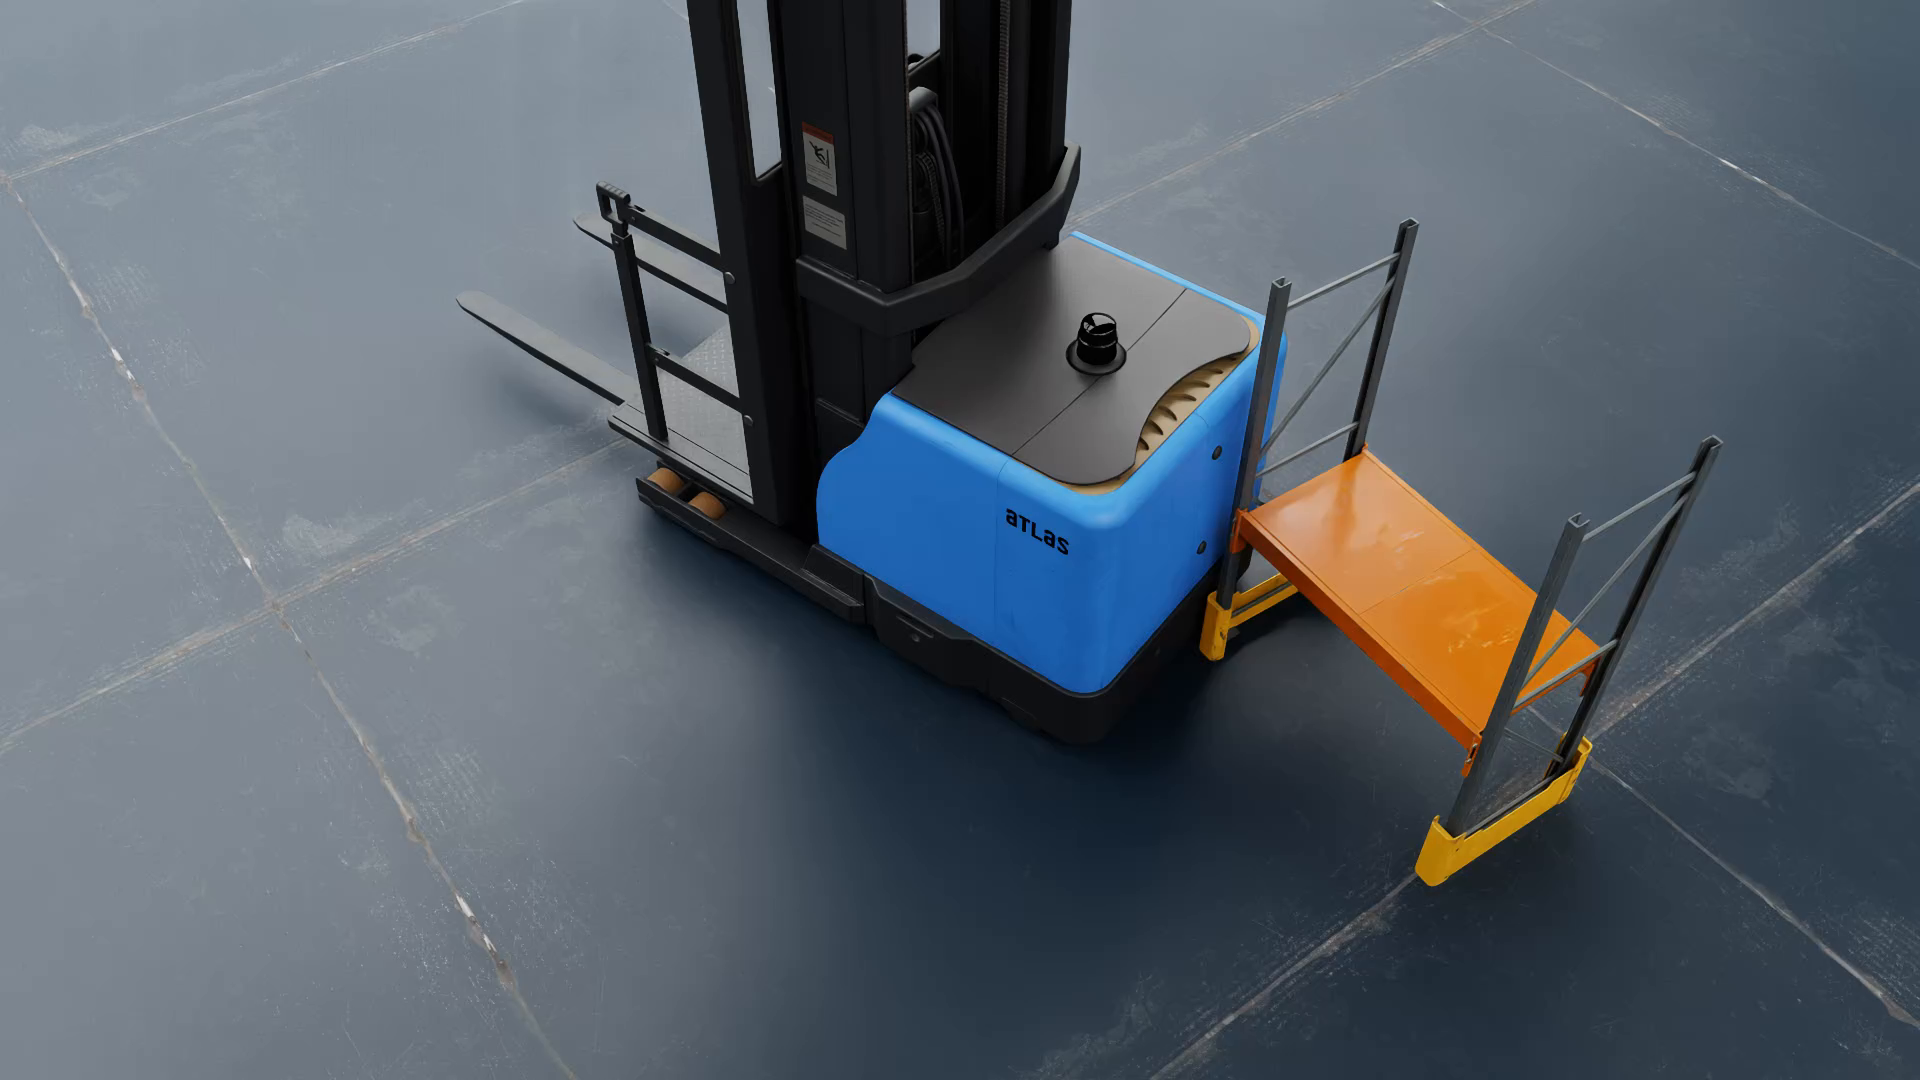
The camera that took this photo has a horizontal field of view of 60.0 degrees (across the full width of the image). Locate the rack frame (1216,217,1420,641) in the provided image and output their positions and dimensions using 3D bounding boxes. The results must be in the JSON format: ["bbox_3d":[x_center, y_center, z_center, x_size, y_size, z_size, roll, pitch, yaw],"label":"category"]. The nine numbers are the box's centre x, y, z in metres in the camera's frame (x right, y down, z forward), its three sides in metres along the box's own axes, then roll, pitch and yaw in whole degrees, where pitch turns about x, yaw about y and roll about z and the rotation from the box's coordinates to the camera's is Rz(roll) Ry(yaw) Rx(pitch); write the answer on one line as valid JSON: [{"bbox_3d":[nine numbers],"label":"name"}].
[{"bbox_3d":[1.029,-0.263,4.976,0.500,1.500,0.032,-26,53,-22],"label":"rack frame"}]

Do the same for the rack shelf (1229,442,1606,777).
[{"bbox_3d":[1.311,0.172,4.825,0.538,0.185,1.000,-26,53,-22],"label":"rack shelf"}]

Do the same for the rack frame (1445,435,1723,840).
[{"bbox_3d":[1.592,0.365,4.407,0.500,1.500,0.032,-26,53,-22],"label":"rack frame"}]

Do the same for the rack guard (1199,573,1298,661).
[{"bbox_3d":[1.040,0.169,5.428,0.587,0.250,0.087,-26,53,-22],"label":"rack guard"}]

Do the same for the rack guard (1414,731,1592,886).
[{"bbox_3d":[1.591,0.784,4.871,0.587,0.250,0.087,-26,53,-22],"label":"rack guard"}]

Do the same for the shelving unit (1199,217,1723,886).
[{"bbox_3d":[1.316,0.057,4.686,0.587,1.500,1.083,-26,53,-22],"label":"shelving unit"}]

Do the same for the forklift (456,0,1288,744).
[{"bbox_3d":[-0.501,-1.267,4.920,3.031,2.935,1.130,29,54,24],"label":"forklift"}]
